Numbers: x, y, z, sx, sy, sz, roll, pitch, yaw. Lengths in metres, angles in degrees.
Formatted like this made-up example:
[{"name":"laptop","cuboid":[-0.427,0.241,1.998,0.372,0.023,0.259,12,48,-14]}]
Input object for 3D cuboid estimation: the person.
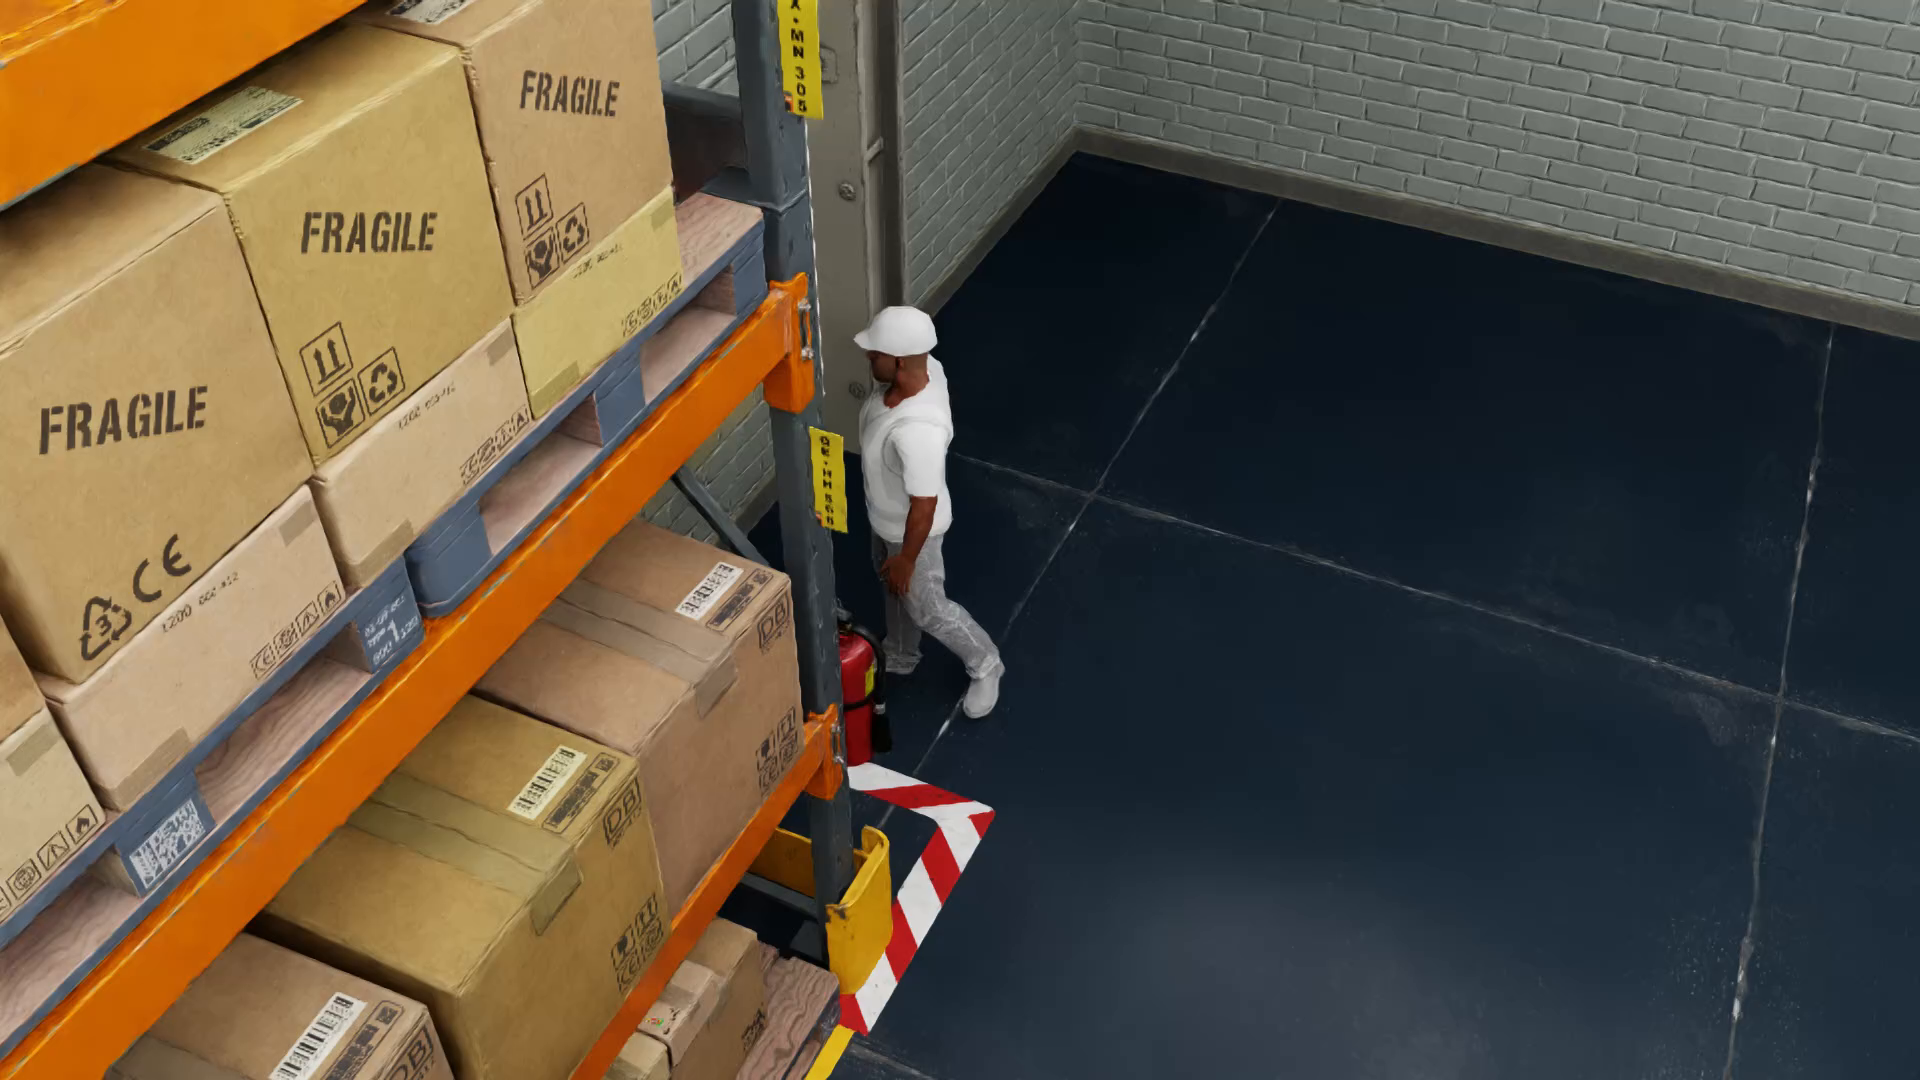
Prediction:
[{"name":"person","cuboid":[-0.158,-0.123,6.277,0.645,1.766,0.708,-6,42,-7]}]
